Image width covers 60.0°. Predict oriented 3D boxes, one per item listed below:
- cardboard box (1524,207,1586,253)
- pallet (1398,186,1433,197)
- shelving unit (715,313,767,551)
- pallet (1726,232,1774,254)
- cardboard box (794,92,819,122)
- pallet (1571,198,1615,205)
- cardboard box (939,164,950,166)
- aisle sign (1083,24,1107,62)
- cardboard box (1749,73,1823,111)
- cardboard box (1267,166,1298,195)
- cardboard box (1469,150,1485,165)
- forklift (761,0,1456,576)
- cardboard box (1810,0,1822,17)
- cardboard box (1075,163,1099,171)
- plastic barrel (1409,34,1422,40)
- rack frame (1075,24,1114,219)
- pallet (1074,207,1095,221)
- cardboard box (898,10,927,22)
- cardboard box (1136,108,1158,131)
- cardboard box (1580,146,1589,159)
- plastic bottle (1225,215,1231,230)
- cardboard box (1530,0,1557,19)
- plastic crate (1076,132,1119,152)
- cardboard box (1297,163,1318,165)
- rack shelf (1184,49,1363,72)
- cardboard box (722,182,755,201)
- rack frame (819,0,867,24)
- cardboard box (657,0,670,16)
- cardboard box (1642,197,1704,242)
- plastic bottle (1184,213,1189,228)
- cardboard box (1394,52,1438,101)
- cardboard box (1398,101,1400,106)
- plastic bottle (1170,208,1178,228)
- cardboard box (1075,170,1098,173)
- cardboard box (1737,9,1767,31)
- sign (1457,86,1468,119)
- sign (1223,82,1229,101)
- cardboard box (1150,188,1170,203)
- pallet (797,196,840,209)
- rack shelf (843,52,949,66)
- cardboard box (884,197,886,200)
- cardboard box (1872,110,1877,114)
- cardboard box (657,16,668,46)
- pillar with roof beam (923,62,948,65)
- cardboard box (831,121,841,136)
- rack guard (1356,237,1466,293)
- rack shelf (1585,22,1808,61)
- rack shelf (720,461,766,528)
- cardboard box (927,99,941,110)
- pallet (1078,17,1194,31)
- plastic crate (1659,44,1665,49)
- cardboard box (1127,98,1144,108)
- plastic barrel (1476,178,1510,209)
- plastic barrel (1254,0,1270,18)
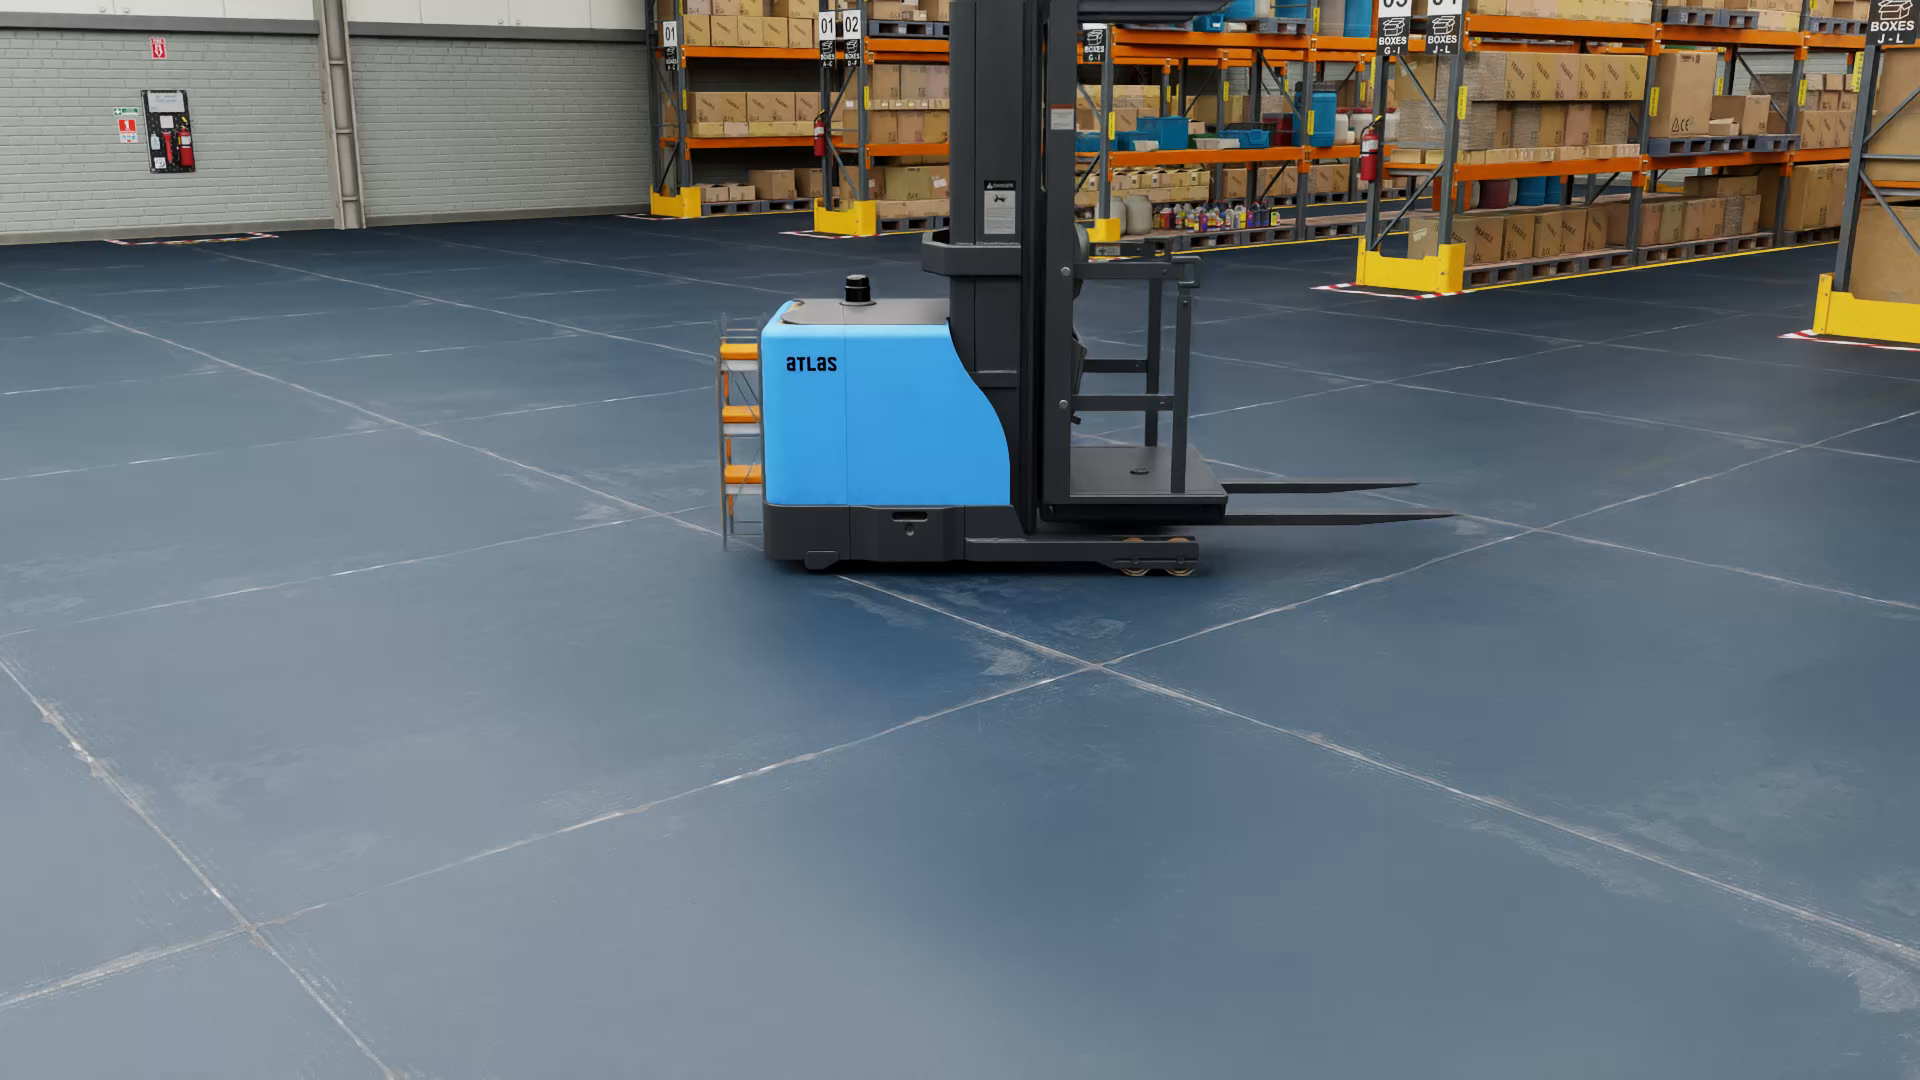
[{"bbox_3d":[7.043,-3.679,19.739,0.500,0.500,0.500,-6,16,-22],"label":"cardboard box"},{"bbox_3d":[9.693,-7.308,34.702,1.213,0.211,1.003,-13,19,-39],"label":"pallet"},{"bbox_3d":[-0.976,-0.489,7.546,0.215,1.050,0.252,0,15,0],"label":"shelving unit"},{"bbox_3d":[10.225,-4.040,22.466,1.213,0.211,1.003,-13,19,-39],"label":"pallet"},{"bbox_3d":[-2.870,-7.725,29.657,0.500,0.500,0.500,-13,20,-41],"label":"cardboard box"},{"bbox_3d":[11.111,-5.946,29.602,1.213,0.211,1.003,-13,19,-39],"label":"pallet"},{"bbox_3d":[-0.035,-5.631,26.081,0.500,0.500,0.500,-13,19,-39],"label":"cardboard box"},{"bbox_3d":[1.668,-6.315,20.543,0.004,0.787,0.394,-13,19,-39],"label":"aisle sign"},{"bbox_3d":[11.378,-6.173,22.910,0.637,0.503,0.797,-12,19,-38],"label":"cardboard box"},{"bbox_3d":[6.010,-6.738,31.155,0.500,0.500,0.500,-14,20,-41],"label":"cardboard box"},{"bbox_3d":[5.354,-4.083,17.711,0.250,0.149,0.380,-13,19,-39],"label":"cardboard box"},{"bbox_3d":[0.663,-1.397,7.299,3.031,2.935,1.130,0,15,0],"label":"forklift"},{"bbox_3d":[11.229,-7.339,22.586,0.637,0.503,0.797,-11,19,-36],"label":"cardboard box"},{"bbox_3d":[2.367,-7.823,34.576,0.750,0.750,0.750,-13,20,-40],"label":"cardboard box"},{"bbox_3d":[6.758,-7.605,24.865,0.301,0.262,0.301,0,15,0],"label":"plastic barrel"},{"bbox_3d":[1.530,-5.128,21.137,0.127,3.000,1.000,-13,19,-39],"label":"rack frame"},{"bbox_3d":[1.829,-5.556,28.142,1.213,0.211,1.003,-13,19,-39],"label":"pallet"},{"bbox_3d":[-0.716,-7.857,24.940,0.250,0.149,0.380,-13,19,-39],"label":"cardboard box"},{"bbox_3d":[3.061,-7.210,28.734,0.500,0.500,0.500,-14,20,-42],"label":"cardboard box"},{"bbox_3d":[7.016,-4.475,19.177,0.250,0.149,0.380,-13,19,-39],"label":"cardboard box"},{"bbox_3d":[3.666,-4.362,22.838,0.097,0.201,0.097,0,15,0],"label":"plastic bottle"},{"bbox_3d":[6.075,-5.744,17.920,0.500,0.250,0.500,-13,20,-40],"label":"cardboard box"},{"bbox_3d":[1.711,-5.200,21.692,0.616,0.251,0.499,-13,19,-39],"label":"plastic crate"},{"bbox_3d":[6.808,-7.097,32.497,0.500,0.500,0.500,-14,20,-42],"label":"cardboard box"},{"bbox_3d":[5.825,-8.889,30.797,4.000,0.370,1.077,-13,19,-39],"label":"rack shelf"},{"bbox_3d":[-3.963,-6.167,29.383,0.500,0.311,0.500,-11,18,-35],"label":"cardboard box"},{"bbox_3d":[-1.719,-8.992,23.975,0.127,3.000,1.000,-13,19,-39],"label":"rack frame"},{"bbox_3d":[-4.820,-9.171,28.290,0.500,0.500,0.500,-12,19,-37],"label":"cardboard box"},{"bbox_3d":[9.070,-4.119,21.348,0.700,0.500,0.500,14,20,42],"label":"cardboard box"},{"bbox_3d":[3.175,-4.459,23.201,0.097,0.201,0.097,0,15,0],"label":"plastic bottle"},{"bbox_3d":[5.034,-4.981,17.876,0.500,0.500,0.500,-13,19,-39],"label":"cardboard box"},{"bbox_3d":[8.651,-8.857,32.965,0.500,0.500,0.500,-13,20,-41],"label":"cardboard box"},{"bbox_3d":[2.940,-4.482,23.144,0.135,0.276,0.152,-13,20,-41],"label":"plastic bottle"},{"bbox_3d":[2.182,-6.214,28.630,0.500,0.311,0.500,-13,20,-40],"label":"cardboard box"},{"bbox_3d":[9.872,-6.597,21.112,0.500,0.250,0.500,-12,19,-38],"label":"cardboard box"},{"bbox_3d":[5.137,-4.477,17.020,0.005,0.325,0.100,-13,19,-39],"label":"sign"},{"bbox_3d":[4.683,-7.901,29.271,0.005,0.325,0.100,-13,19,-39],"label":"sign"},{"bbox_3d":[3.311,-6.014,28.966,0.500,0.250,0.500,-12,19,-38],"label":"cardboard box"},{"bbox_3d":[-2.440,-6.267,30.803,1.213,0.211,1.003,-13,19,-39],"label":"pallet"},{"bbox_3d":[-0.448,-9.175,31.869,4.000,0.370,1.077,-13,19,-39],"label":"rack shelf"},{"bbox_3d":[-1.139,-5.203,25.932,0.500,0.250,0.500,-13,19,-39],"label":"cardboard box"},{"bbox_3d":[12.892,-5.941,23.984,0.500,0.500,0.500,-13,20,-40],"label":"cardboard box"},{"bbox_3d":[-4.825,-8.684,28.404,0.500,0.500,0.500,-11,18,-35],"label":"cardboard box"},{"bbox_3d":[2.339,-10.421,29.326,0.400,9.000,9.100,-13,19,-39],"label":"pillar with roof beam"},{"bbox_3d":[-2.496,-7.450,30.080,0.500,0.250,0.500,-13,19,-39],"label":"cardboard box"},{"bbox_3d":[4.838,-2.969,17.898,0.348,0.500,1.175,-13,19,-39],"label":"rack guard"},{"bbox_3d":[9.307,-6.282,21.038,4.000,0.370,1.077,-13,19,-39],"label":"rack shelf"},{"bbox_3d":[-0.975,-0.210,7.620,0.215,0.259,0.240,0,15,0],"label":"rack shelf"},{"bbox_3d":[-0.504,-6.655,25.401,0.250,0.149,0.380,-14,20,-41],"label":"cardboard box"},{"bbox_3d":[2.218,-6.608,21.228,1.213,0.211,1.003,-13,19,-39],"label":"pallet"},{"bbox_3d":[12.204,-8.762,29.440,0.530,0.136,0.437,-13,19,-39],"label":"plastic crate"},{"bbox_3d":[3.518,-9.076,35.107,0.500,0.500,0.500,-12,19,-39],"label":"cardboard box"},{"bbox_3d":[8.774,-5.799,27.507,0.708,0.588,0.600,-13,19,-39],"label":"plastic barrel"},{"bbox_3d":[4.093,-7.477,23.088,0.421,0.512,0.421,0,15,0],"label":"plastic barrel"}]
